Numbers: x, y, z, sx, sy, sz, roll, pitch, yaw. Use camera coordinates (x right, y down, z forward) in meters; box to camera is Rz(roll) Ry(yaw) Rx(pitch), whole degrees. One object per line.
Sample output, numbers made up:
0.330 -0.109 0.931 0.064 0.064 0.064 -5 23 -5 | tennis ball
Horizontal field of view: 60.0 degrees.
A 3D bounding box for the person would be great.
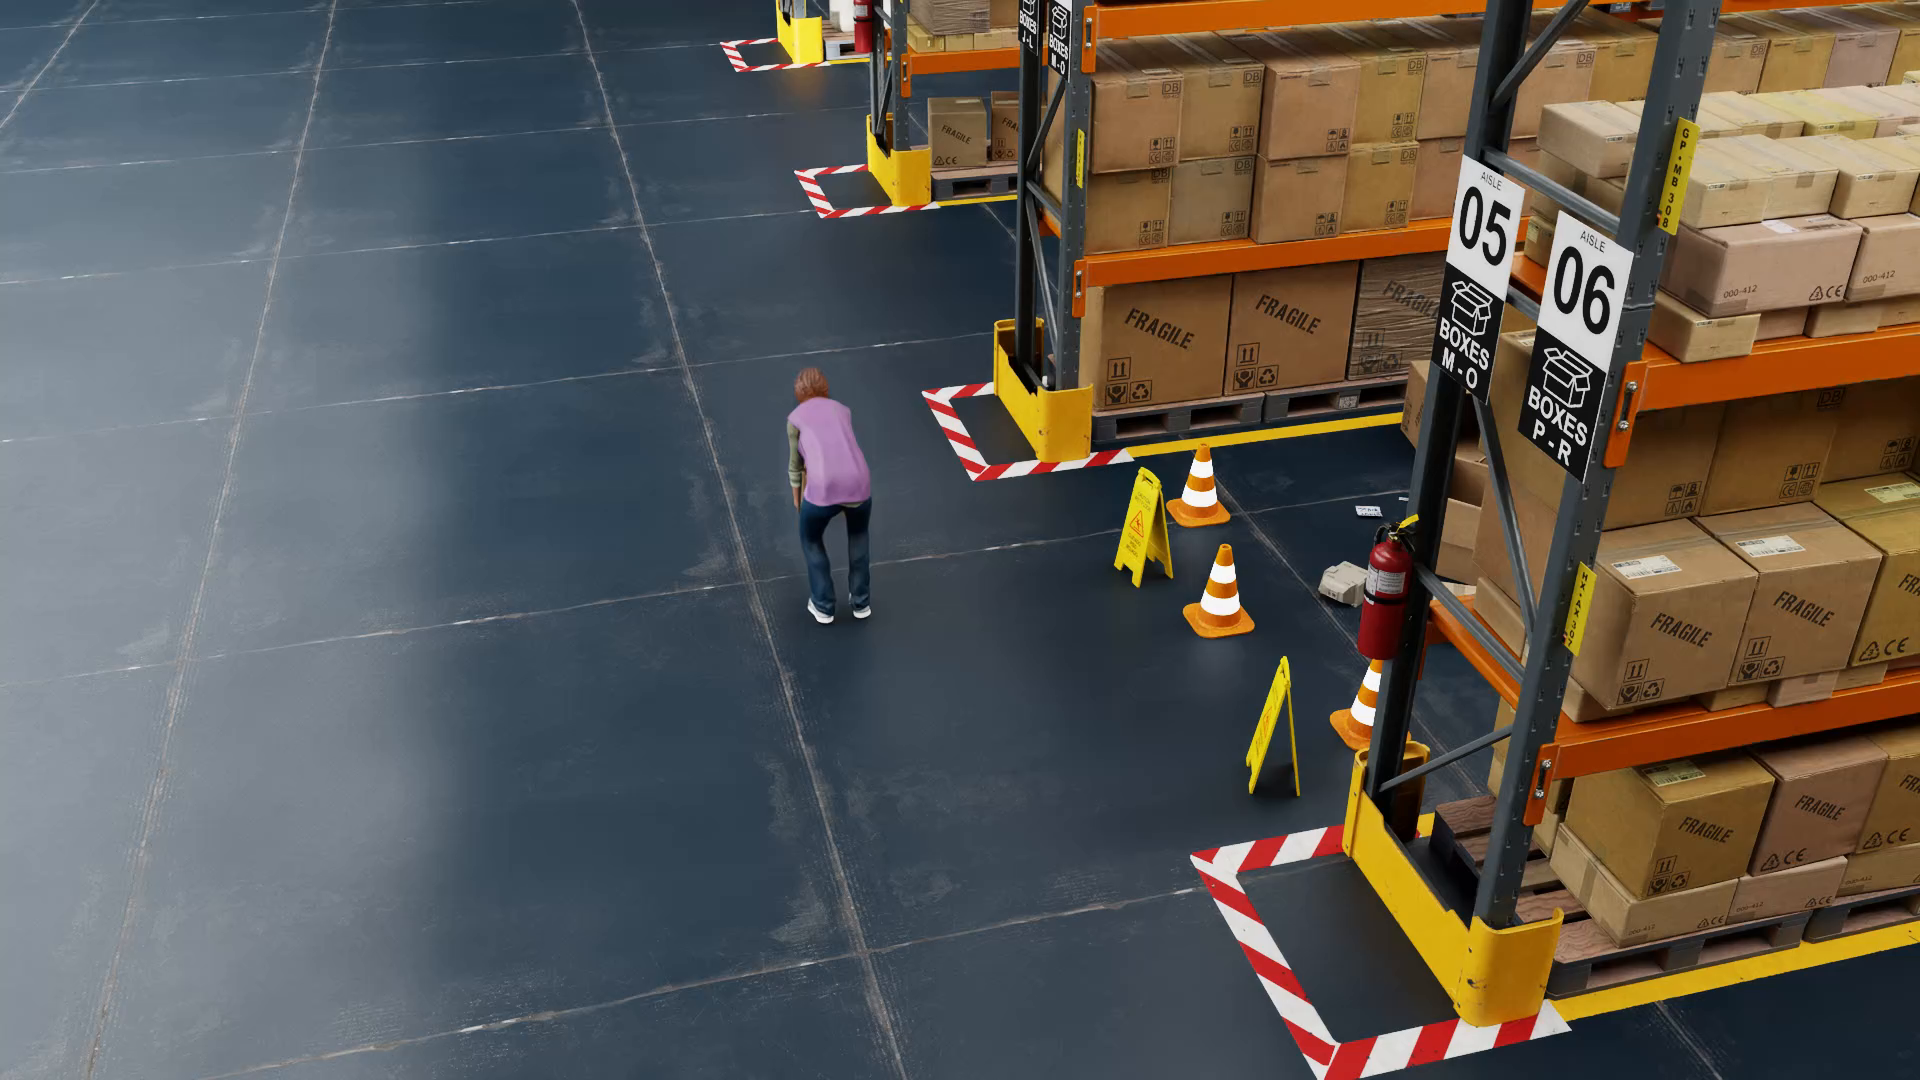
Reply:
-0.707 -0.227 8.968 0.387 1.246 0.797 -9 32 -15 | person
